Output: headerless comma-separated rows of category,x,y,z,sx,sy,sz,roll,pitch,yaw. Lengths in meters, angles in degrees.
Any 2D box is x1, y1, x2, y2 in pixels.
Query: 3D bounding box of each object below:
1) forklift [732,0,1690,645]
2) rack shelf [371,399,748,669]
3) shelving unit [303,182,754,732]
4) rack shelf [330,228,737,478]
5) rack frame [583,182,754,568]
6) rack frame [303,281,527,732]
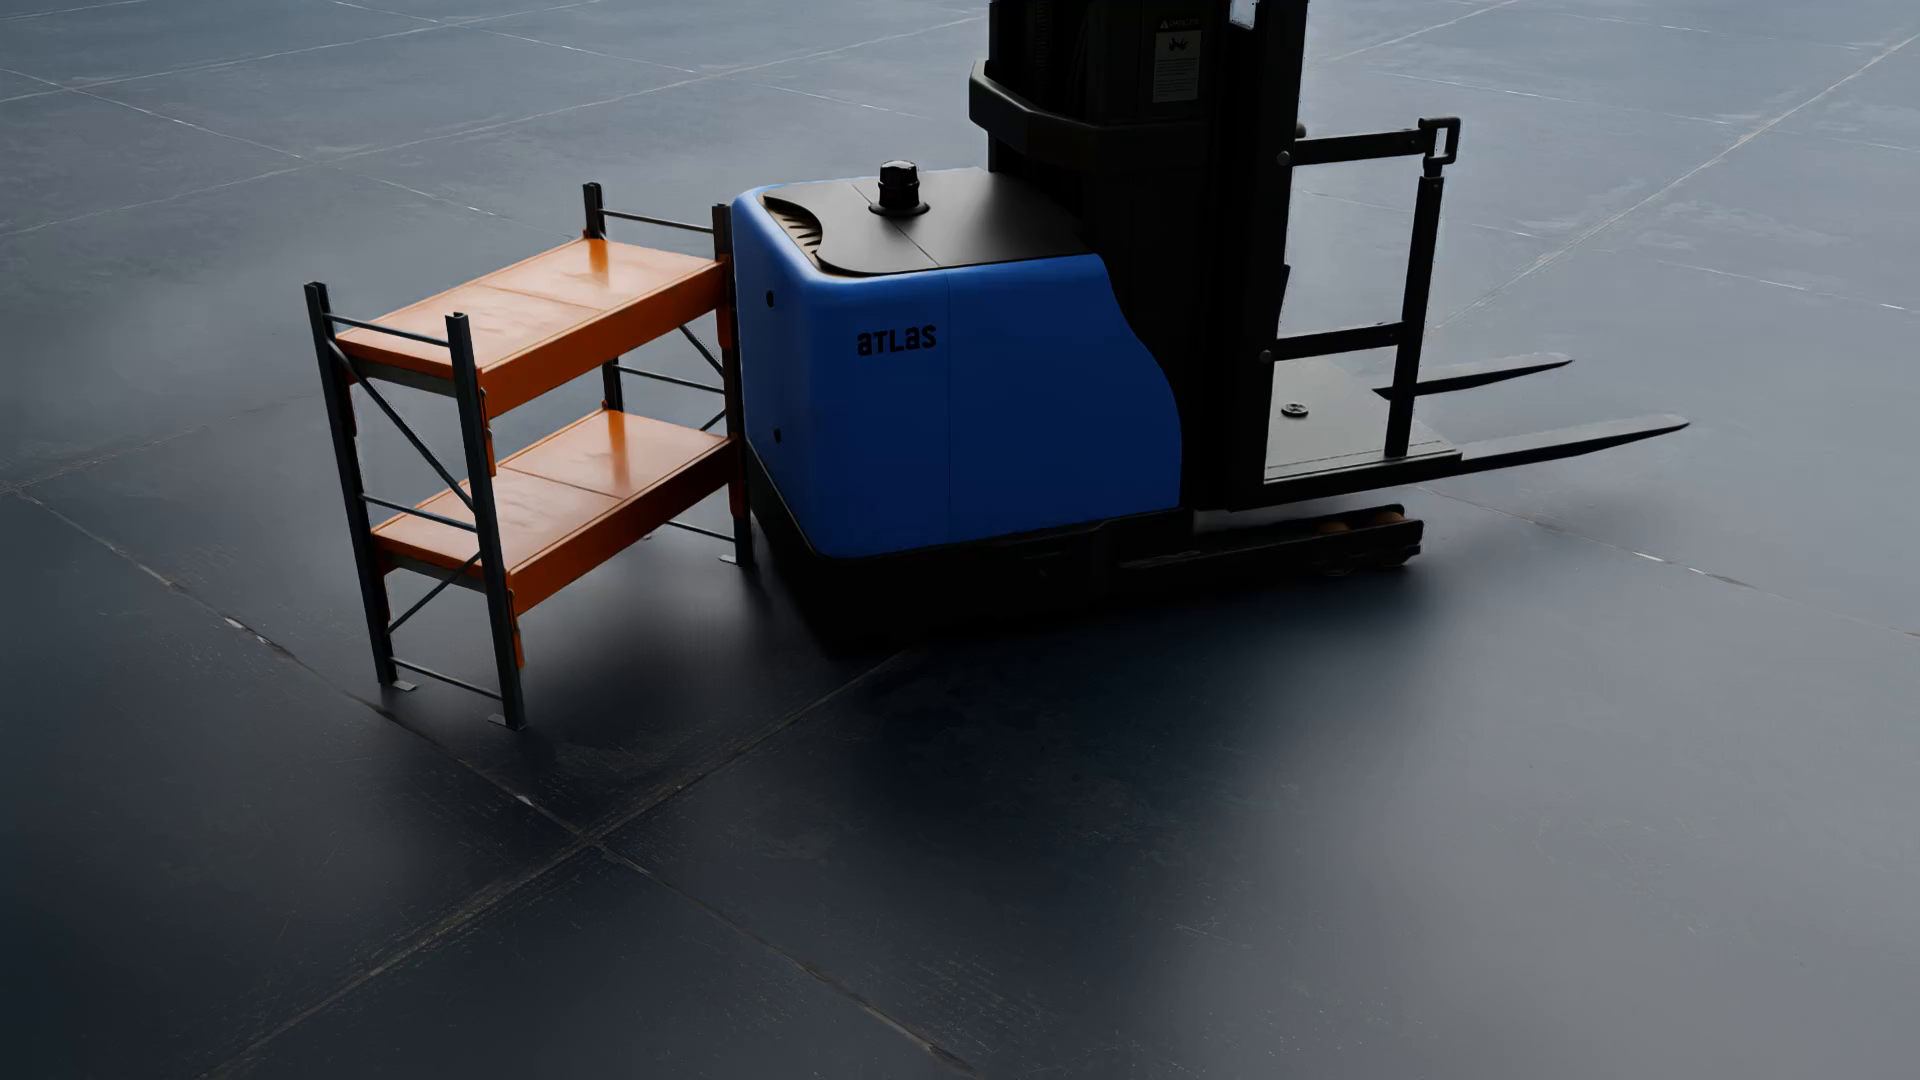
forklift,0.885,-1.409,4.784,3.031,2.935,1.130,-9,29,-17
rack shelf,-1.104,-0.052,4.659,0.538,0.278,1.000,14,31,25
shelving unit,-1.104,-0.270,4.547,0.538,1.125,1.048,14,31,25
rack shelf,-1.104,-0.530,4.412,0.538,0.278,1.000,14,31,25
rack frame,-0.859,-0.474,4.942,0.500,1.125,0.032,14,31,25
rack frame,-1.350,-0.065,4.151,0.500,1.125,0.032,14,31,25
